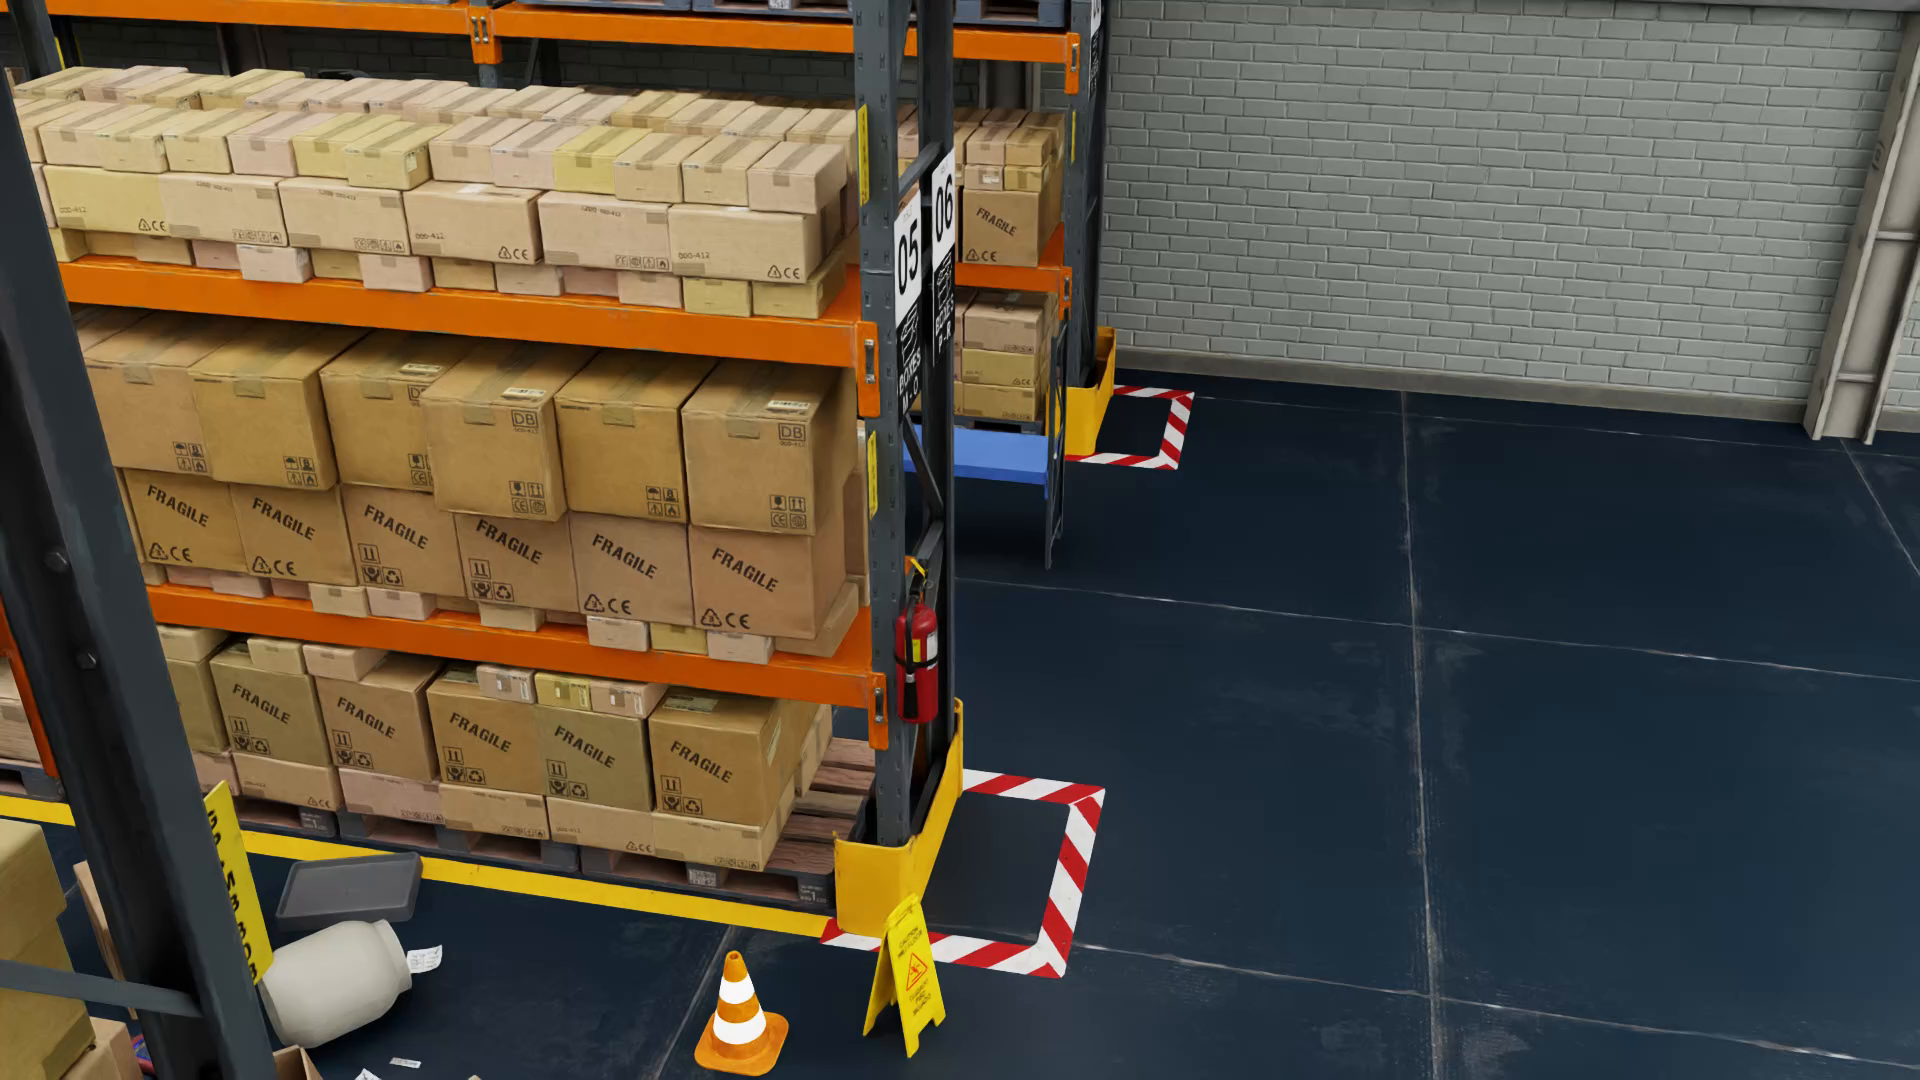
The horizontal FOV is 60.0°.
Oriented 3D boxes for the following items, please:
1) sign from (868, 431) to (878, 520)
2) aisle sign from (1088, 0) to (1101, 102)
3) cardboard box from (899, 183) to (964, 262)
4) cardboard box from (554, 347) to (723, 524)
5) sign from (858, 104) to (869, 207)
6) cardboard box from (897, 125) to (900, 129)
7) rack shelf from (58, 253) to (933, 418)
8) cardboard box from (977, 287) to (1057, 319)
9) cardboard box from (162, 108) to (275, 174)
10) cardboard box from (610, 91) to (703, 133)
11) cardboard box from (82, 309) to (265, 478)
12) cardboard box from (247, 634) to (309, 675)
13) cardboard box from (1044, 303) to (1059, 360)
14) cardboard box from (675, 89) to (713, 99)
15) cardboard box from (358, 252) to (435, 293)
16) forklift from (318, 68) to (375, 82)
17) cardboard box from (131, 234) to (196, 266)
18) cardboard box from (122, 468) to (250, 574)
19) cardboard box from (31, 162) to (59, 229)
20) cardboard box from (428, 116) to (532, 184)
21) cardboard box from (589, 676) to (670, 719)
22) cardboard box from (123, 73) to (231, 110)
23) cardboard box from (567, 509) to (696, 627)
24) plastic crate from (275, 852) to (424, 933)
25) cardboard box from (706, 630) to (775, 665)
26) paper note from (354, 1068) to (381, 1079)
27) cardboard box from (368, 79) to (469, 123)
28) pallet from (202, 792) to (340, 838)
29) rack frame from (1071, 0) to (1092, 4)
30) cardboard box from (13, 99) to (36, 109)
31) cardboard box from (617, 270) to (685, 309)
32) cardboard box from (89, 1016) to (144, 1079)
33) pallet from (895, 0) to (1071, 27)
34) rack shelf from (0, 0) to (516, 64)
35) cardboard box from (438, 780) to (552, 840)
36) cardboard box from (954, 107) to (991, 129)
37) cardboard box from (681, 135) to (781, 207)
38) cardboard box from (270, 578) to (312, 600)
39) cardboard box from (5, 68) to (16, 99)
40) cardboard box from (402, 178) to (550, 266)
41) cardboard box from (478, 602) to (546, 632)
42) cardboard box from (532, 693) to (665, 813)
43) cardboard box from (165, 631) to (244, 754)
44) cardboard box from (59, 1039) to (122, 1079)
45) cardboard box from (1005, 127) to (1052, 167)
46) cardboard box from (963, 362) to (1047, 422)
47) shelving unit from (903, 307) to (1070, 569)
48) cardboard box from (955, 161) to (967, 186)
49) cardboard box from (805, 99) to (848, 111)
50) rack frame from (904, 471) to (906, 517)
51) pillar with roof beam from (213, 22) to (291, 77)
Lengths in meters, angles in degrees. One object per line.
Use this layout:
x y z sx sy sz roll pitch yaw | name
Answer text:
-0.325 -0.240 6.192 0.005 0.325 0.100 6 29 11 | sign
0.847 -3.180 10.389 0.004 0.787 0.394 6 29 11 | aisle sign
-0.198 -2.210 11.221 0.500 0.500 0.500 7 29 12 | cardboard box
-1.228 -0.468 6.689 0.500 0.500 0.700 6 29 11 | cardboard box
-0.325 -1.298 5.613 0.005 0.325 0.100 6 29 11 | sign
-0.566 -2.637 11.016 0.250 0.149 0.380 7 29 12 | cardboard box
-2.145 -1.053 6.838 4.000 0.370 1.077 6 29 11 | rack shelf
0.413 -1.738 11.847 0.500 0.250 0.500 5 29 10 | cardboard box
-2.840 -1.541 6.410 0.250 0.149 0.380 5 29 9 | cardboard box
-1.206 -1.671 6.648 0.250 0.149 0.380 6 29 10 | cardboard box
-3.221 -0.659 7.037 0.500 0.500 0.700 6 29 11 | cardboard box
-2.968 0.432 7.468 0.250 0.149 0.380 7 29 13 | cardboard box
0.427 -1.526 11.981 0.500 0.250 0.500 6 29 11 | cardboard box
-1.937 -3.093 11.849 0.250 0.149 0.380 5 29 10 | cardboard box
-2.108 -1.095 6.427 0.250 0.149 0.380 6 29 10 | cardboard box
-3.705 -1.037 9.254 3.031 2.935 1.130 -4 29 -7 | forklift
-3.101 -1.243 6.697 0.250 0.149 0.380 7 29 12 | cardboard box
-3.233 -0.213 7.264 0.500 0.500 0.500 6 29 10 | cardboard box
-3.728 -1.461 6.680 0.500 0.250 0.500 5 29 9 | cardboard box
-1.805 -1.480 6.299 0.250 0.149 0.380 5 29 9 | cardboard box
-1.400 0.593 7.175 0.250 0.149 0.380 7 29 12 | cardboard box
-3.239 -1.821 6.923 0.250 0.149 0.380 7 29 12 | cardboard box
-1.266 -0.004 6.882 0.500 0.500 0.500 6 29 11 | cardboard box
-2.737 1.570 7.462 0.583 0.080 0.402 -4 29 -7 | plastic crate
-0.871 0.347 6.915 0.250 0.149 0.380 6 29 10 | cardboard box
-2.329 2.139 6.484 0.142 0.019 0.148 17 33 28 | paper note
-2.209 -1.769 6.827 0.250 0.149 0.380 6 29 11 | cardboard box
-3.437 1.020 8.328 1.213 0.211 1.003 6 29 11 | pallet
0.844 -4.815 9.837 0.127 3.000 1.000 6 29 11 | rack frame
-3.861 -1.624 6.562 0.250 0.149 0.380 5 29 10 | cardboard box
-1.100 -1.015 6.280 0.250 0.149 0.380 7 29 12 | cardboard box
-3.352 2.106 5.900 0.503 0.637 0.797 6 29 11 | cardboard box
0.158 -3.544 10.730 1.213 0.211 1.003 6 29 11 | pallet
-5.024 -3.786 11.829 4.000 0.370 1.077 6 29 11 | rack shelf
-2.054 1.109 7.688 0.500 0.250 0.500 5 29 9 | cardboard box
0.050 -2.839 11.384 0.250 0.149 0.380 6 29 12 | cardboard box
-0.826 -1.347 6.056 0.250 0.149 0.380 6 29 11 | cardboard box
-2.834 0.105 7.357 0.250 0.149 0.380 6 29 10 | cardboard box
-4.589 -1.934 7.417 0.500 0.250 0.500 5 29 9 | cardboard box
-1.746 -1.258 6.310 0.500 0.250 0.500 7 29 12 | cardboard box
-1.865 0.225 7.138 0.250 0.149 0.380 6 29 10 | cardboard box
-1.538 0.832 7.414 0.500 0.500 0.500 7 29 12 | cardboard box
-3.580 0.625 7.791 0.500 0.500 0.500 7 30 13 | cardboard box
-1.392 0.864 2.307 0.250 0.149 0.380 6 29 11 | cardboard box
0.449 -2.580 10.911 0.250 0.149 0.380 6 29 11 | cardboard box
0.318 -1.061 11.652 0.500 0.250 0.500 6 29 11 | cardboard box
0.083 -0.649 10.036 1.048 1.500 0.538 6 29 11 | shelving unit
-0.051 -2.482 11.042 0.250 0.149 0.380 6 29 12 | cardboard box
-0.947 -2.945 11.579 0.250 0.149 0.380 6 29 11 | cardboard box
-0.414 -0.700 10.129 0.032 1.500 0.500 6 29 11 | rack frame
-6.416 -3.888 8.144 0.400 9.000 9.100 6 29 11 | pillar with roof beam
